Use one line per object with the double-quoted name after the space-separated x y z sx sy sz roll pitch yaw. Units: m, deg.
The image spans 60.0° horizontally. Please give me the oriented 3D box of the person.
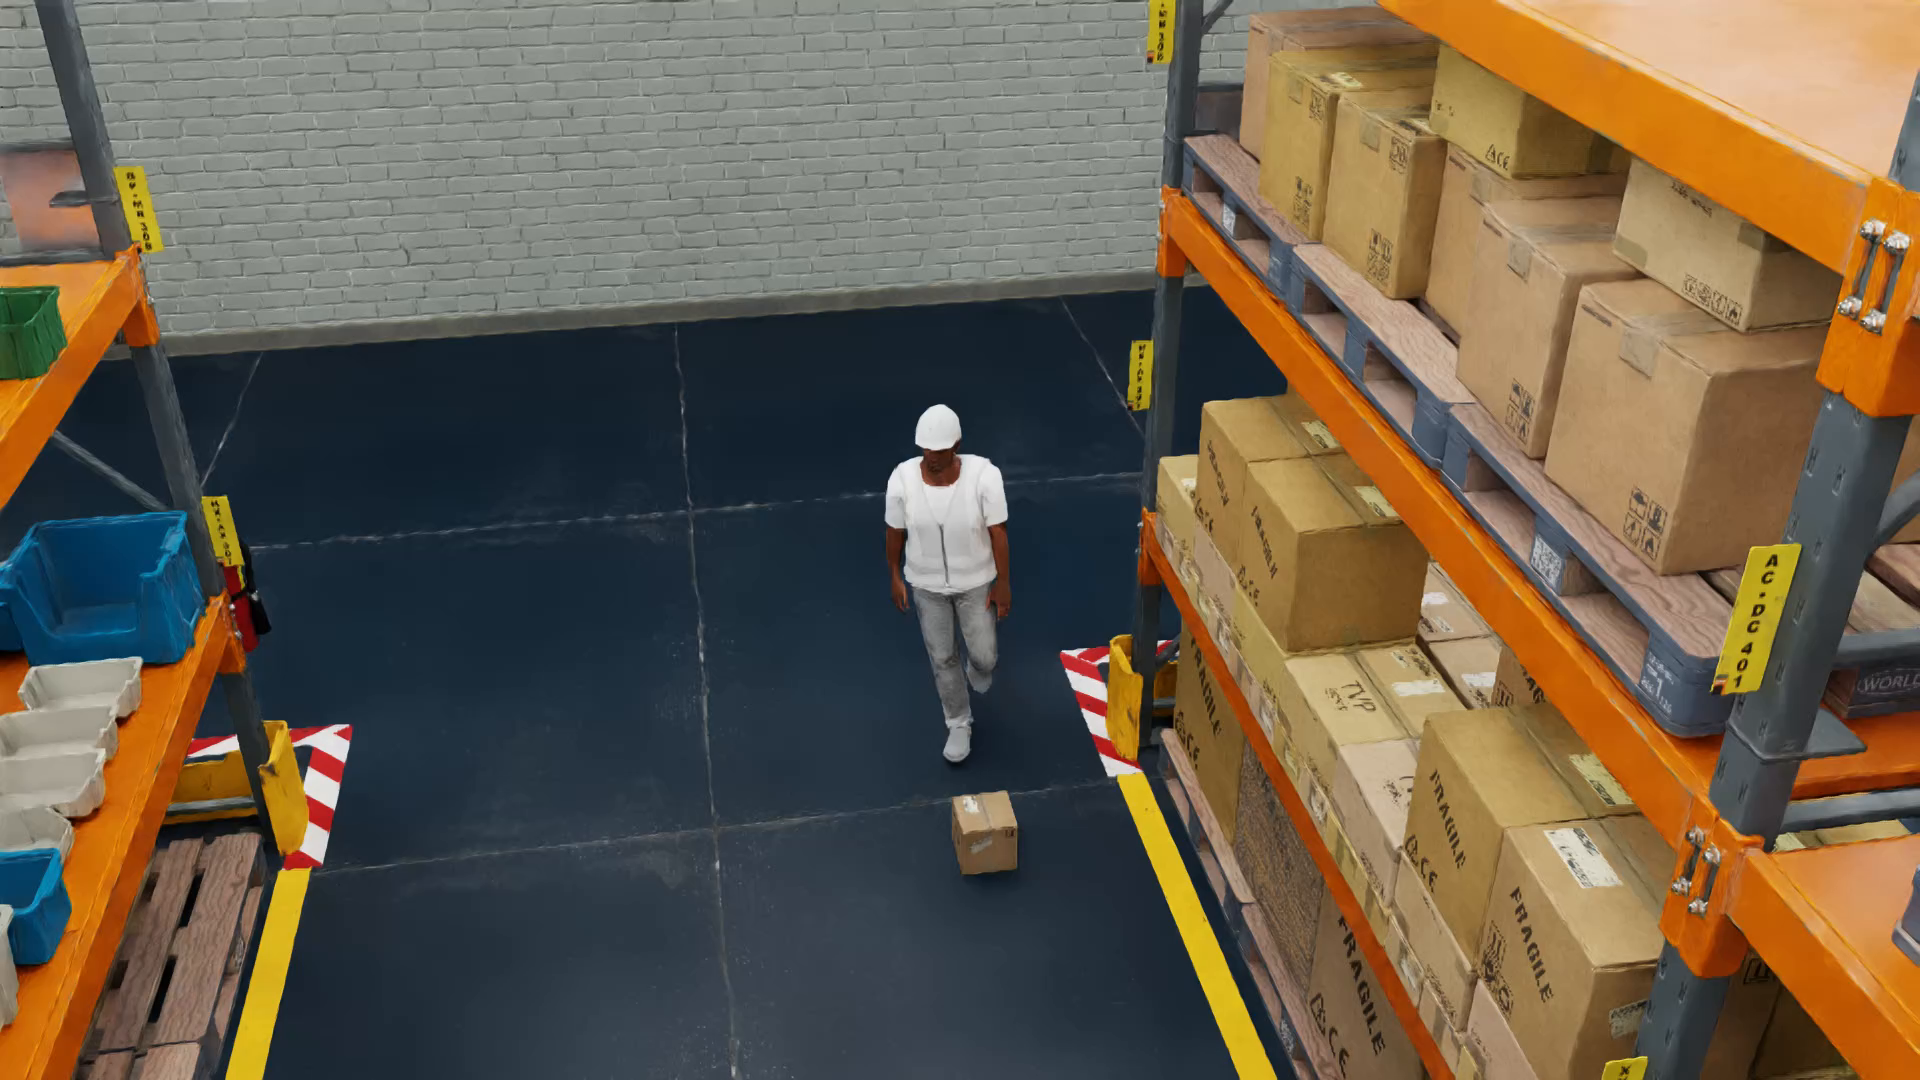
-0.050 0.161 7.822 0.606 1.758 0.669 2 31 4 "person"
